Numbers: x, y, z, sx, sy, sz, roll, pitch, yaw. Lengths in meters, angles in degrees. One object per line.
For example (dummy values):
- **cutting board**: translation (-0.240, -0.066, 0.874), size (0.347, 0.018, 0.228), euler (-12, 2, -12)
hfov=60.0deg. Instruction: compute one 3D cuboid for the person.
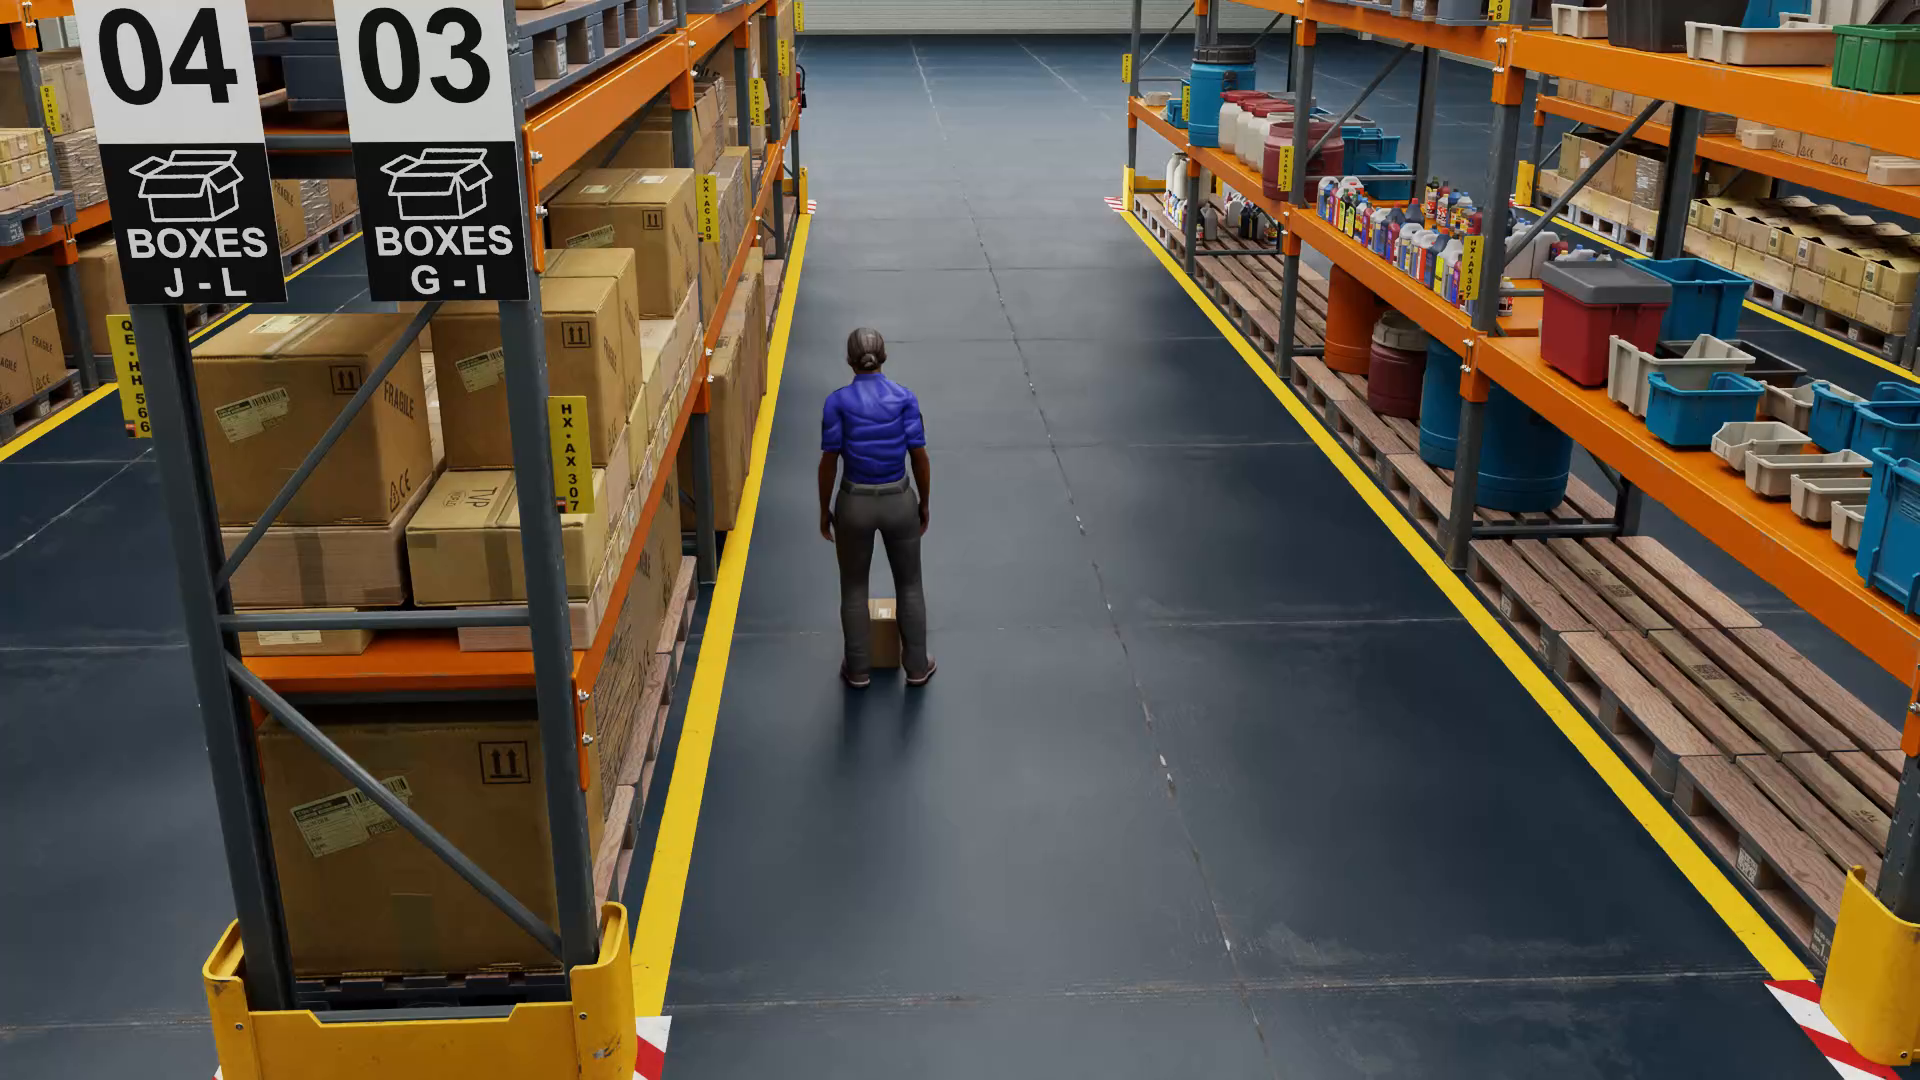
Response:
- **person**: translation (-0.366, -0.127, 7.445), size (0.533, 1.640, 0.351), euler (-2, 21, -6)
